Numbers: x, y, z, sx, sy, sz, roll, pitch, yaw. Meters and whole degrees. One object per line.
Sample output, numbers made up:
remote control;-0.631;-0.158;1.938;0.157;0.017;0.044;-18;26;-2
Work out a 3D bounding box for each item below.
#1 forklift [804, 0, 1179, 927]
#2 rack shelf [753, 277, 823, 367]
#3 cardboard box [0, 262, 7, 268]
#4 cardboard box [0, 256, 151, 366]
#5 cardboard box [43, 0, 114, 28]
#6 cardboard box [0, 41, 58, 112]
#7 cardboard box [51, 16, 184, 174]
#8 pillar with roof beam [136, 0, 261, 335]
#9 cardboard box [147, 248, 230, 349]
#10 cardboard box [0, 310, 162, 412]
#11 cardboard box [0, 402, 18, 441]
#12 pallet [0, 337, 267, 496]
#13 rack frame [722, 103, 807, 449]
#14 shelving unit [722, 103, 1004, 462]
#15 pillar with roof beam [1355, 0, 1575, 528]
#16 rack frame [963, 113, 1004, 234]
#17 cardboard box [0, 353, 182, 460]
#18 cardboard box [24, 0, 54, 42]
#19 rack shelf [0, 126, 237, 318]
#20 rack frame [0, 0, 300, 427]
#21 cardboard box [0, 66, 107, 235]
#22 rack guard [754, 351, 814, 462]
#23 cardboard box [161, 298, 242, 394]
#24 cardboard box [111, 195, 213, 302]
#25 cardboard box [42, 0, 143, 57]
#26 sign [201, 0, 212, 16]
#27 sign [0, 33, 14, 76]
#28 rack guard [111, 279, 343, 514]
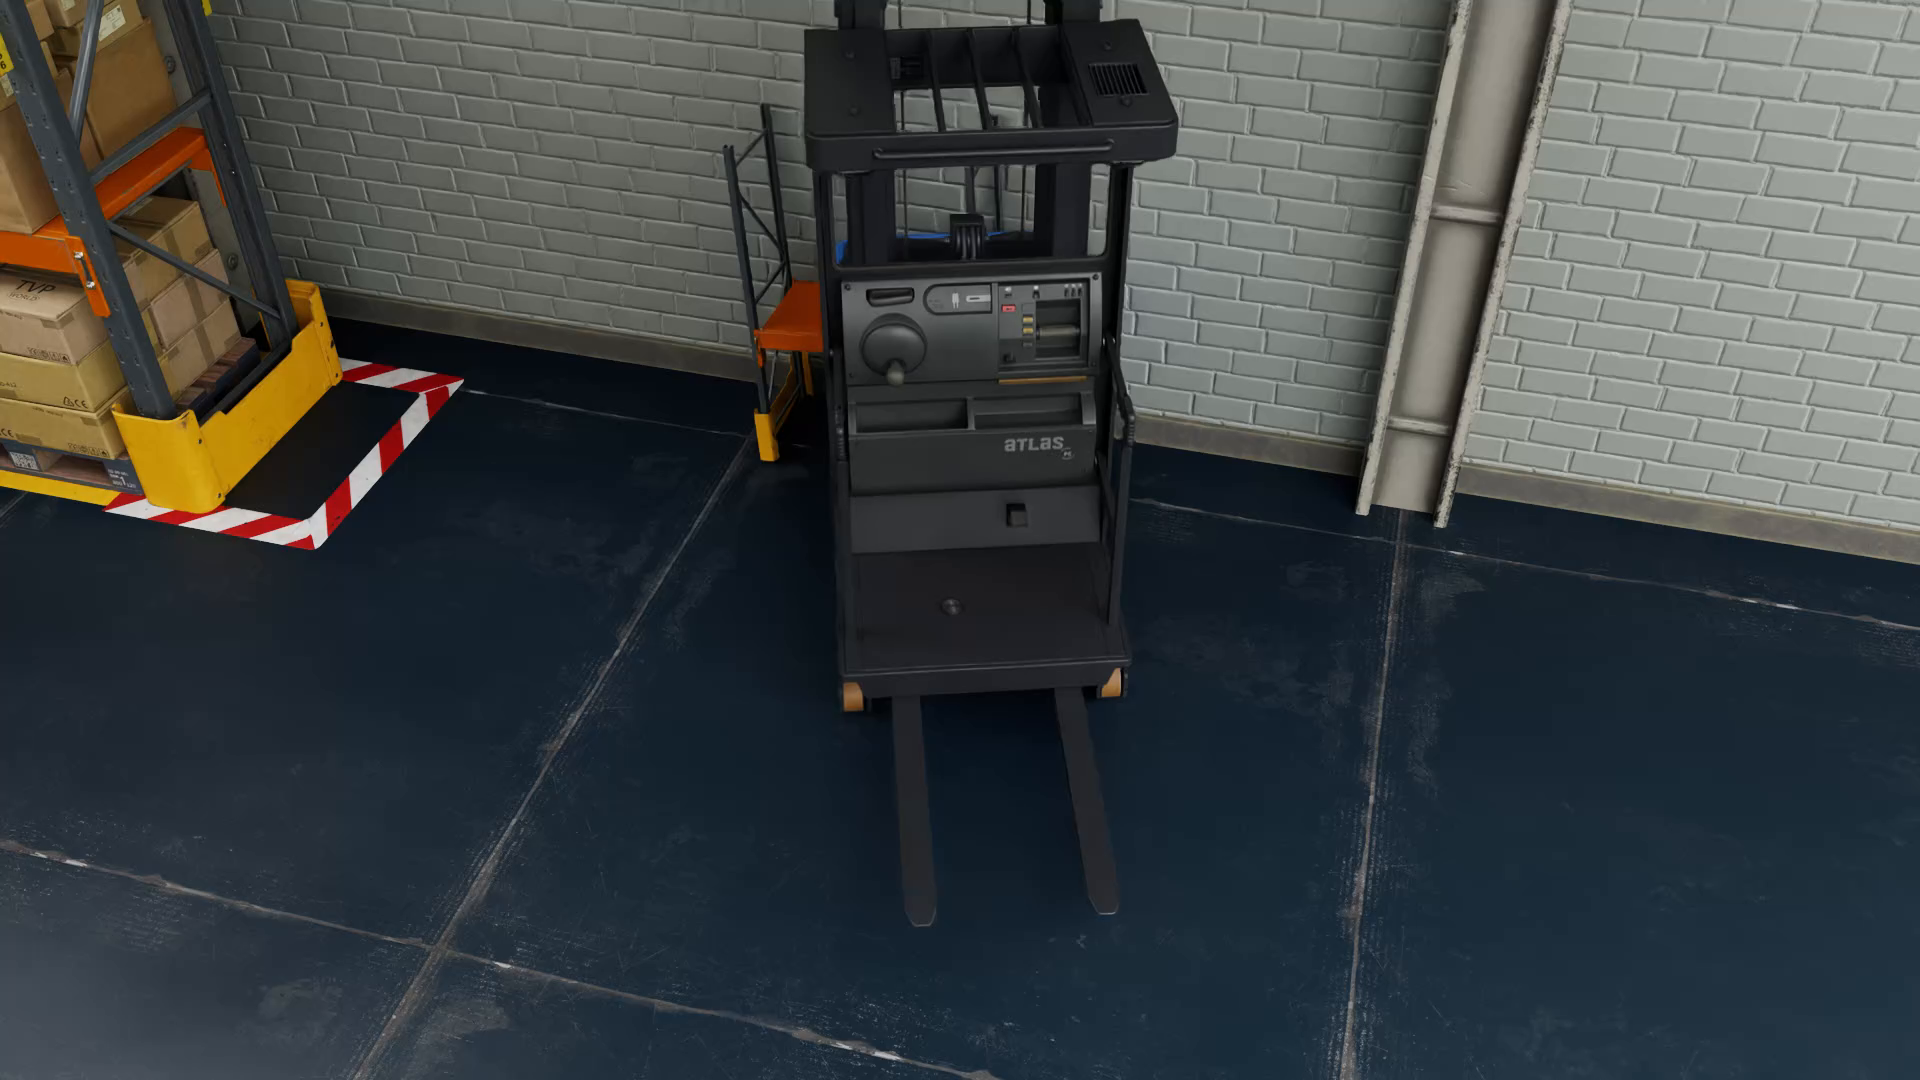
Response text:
forklift;0.063;-0.682;5.783;1.130;2.935;3.031;-3;40;-3
rack shelf;-0.355;-0.945;7.430;1.000;0.185;0.538;6;37;13
cardboard box;-4.391;-1.106;7.268;0.500;0.250;0.500;10;41;12
cardboard box;-3.896;-1.025;7.172;0.500;0.250;0.500;11;41;13
cardboard box;-3.640;-2.240;6.772;0.250;0.149;0.380;9;41;11
cardboard box;-3.778;-1.821;6.504;0.250;0.149;0.380;10;41;12
cardboard box;-3.778;-1.944;7.155;0.500;0.500;0.500;11;41;13
pillar with roof beam;-4.923;-1.950;2.574;0.400;9.000;9.100;10;41;11
cardboard box;-3.771;-1.158;7.719;0.500;0.250;0.500;10;41;12
cardboard box;-3.922;-0.837;7.337;0.500;0.250;0.500;9;41;11
cardboard box;-4.384;-0.729;7.598;0.500;0.250;0.500;10;41;11
pallet;-4.121;-0.685;7.901;1.213;0.211;1.003;10;41;11
rack frame;-0.857;-1.140;7.442;0.032;1.500;0.500;6;37;13
shelving unit;-0.373;-1.091;7.327;1.083;1.500;0.587;6;37;13
pillar with roof beam;0.873;-0.952;1.387;0.400;9.000;9.100;10;41;11
rack frame;0.128;-1.040;7.209;0.032;1.500;0.500;6;37;13
cardboard box;-3.907;-0.641;7.492;0.500;0.250;0.500;10;41;12
cardboard box;-3.771;-1.980;6.462;0.250;0.149;0.380;10;41;12
rack shelf;-5.303;-1.708;7.511;4.000;0.370;1.077;10;41;11
rack frame;-3.371;-1.651;6.884;0.127;3.000;1.000;10;41;11
cardboard box;-3.914;-1.608;6.755;0.500;0.500;0.500;9;41;10
rack guard;-0.821;-0.634;7.807;0.087;0.250;0.587;6;37;13
cardboard box;-3.795;-0.962;7.875;0.500;0.250;0.500;10;41;12
cardboard box;-3.786;-1.339;7.546;0.500;0.250;0.500;9;41;11
cardboard box;-3.632;-2.155;6.902;0.250;0.149;0.380;9;41;10
sign;-3.222;-2.357;6.989;0.005;0.325;0.100;10;41;11
sign;-3.525;-1.850;6.036;0.005;0.325;0.100;10;41;11
rack guard;-3.348;-0.690;7.683;0.348;0.500;1.175;10;41;11
